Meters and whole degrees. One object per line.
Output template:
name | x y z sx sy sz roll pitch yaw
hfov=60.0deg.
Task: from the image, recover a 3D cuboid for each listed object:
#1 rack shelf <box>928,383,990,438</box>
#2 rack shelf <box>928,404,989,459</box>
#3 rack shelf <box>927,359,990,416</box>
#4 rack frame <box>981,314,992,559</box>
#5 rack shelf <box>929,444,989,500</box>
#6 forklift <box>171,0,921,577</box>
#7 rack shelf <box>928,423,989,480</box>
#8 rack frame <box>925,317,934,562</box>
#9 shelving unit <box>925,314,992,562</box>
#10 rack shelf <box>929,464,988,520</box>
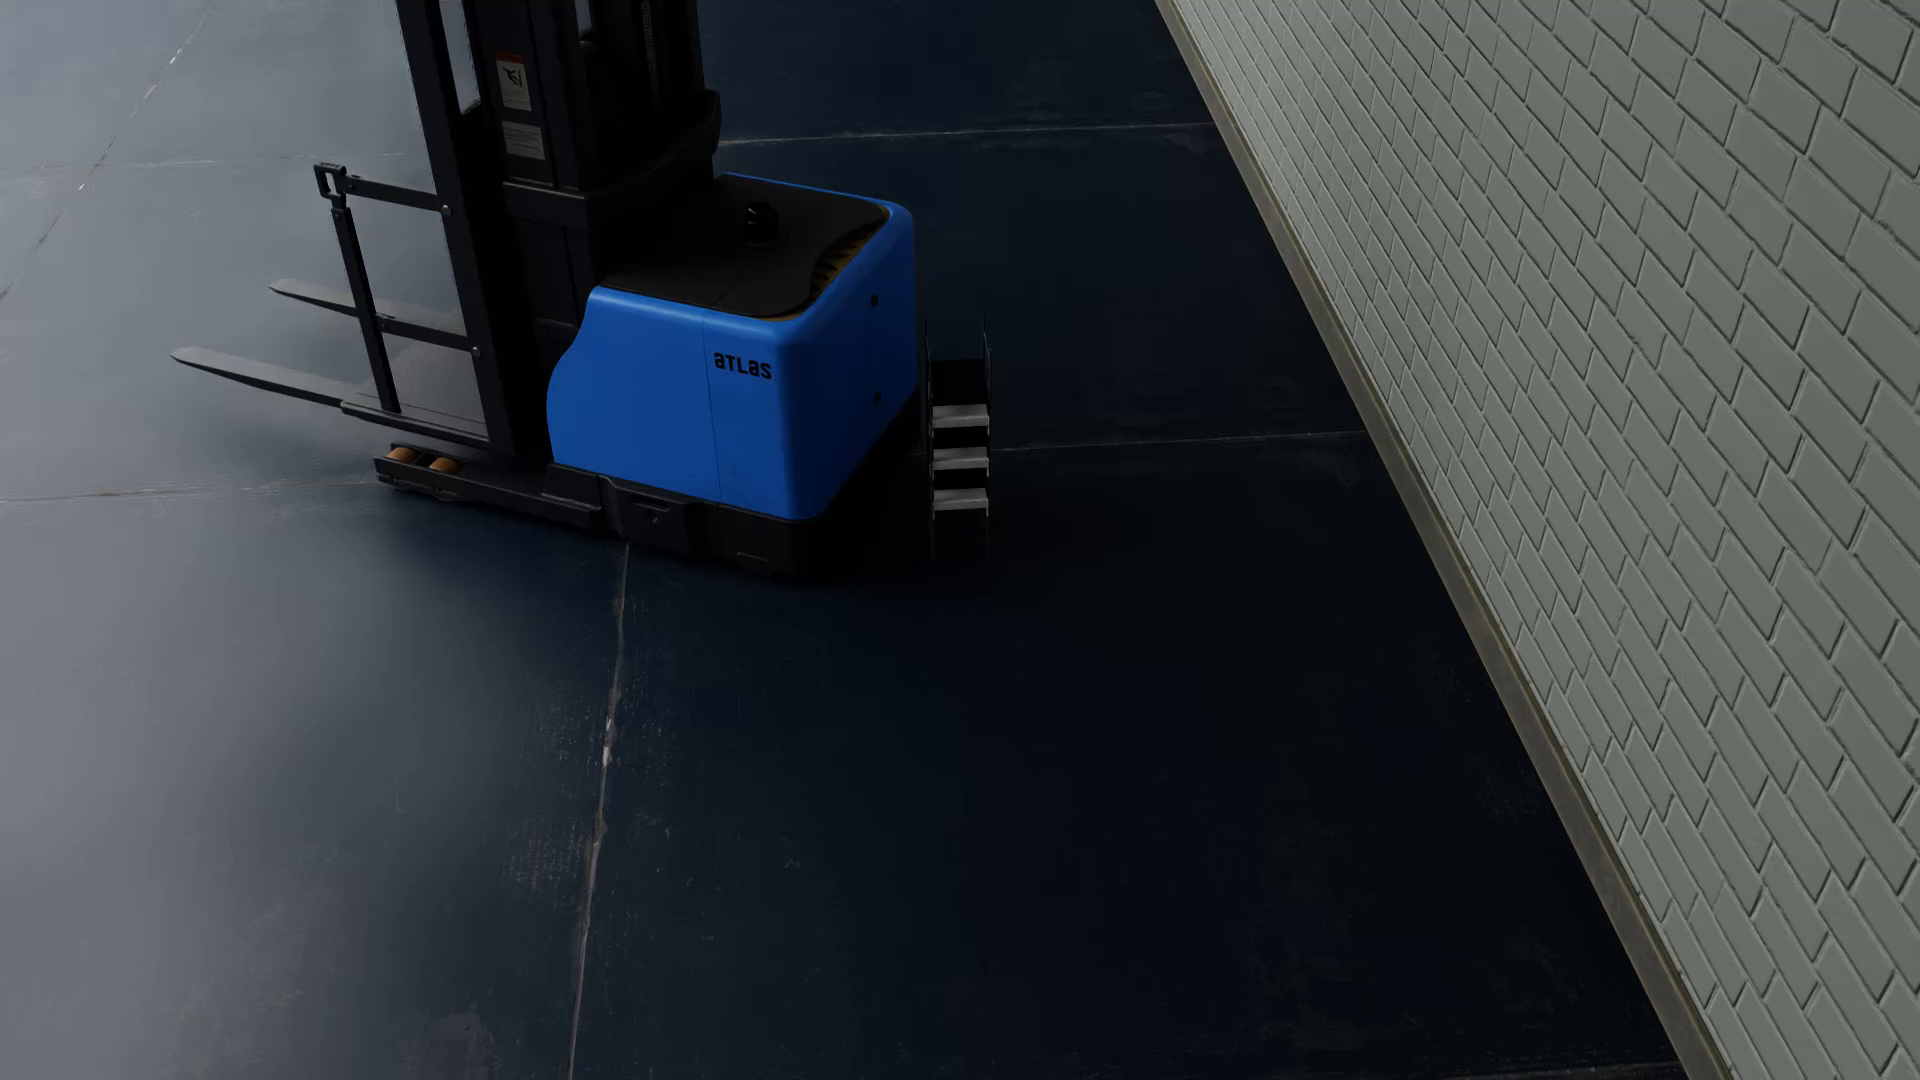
rack shelf | -0.008 -0.468 5.880 0.200 0.077 0.258 -3 38 -4
rack shelf | -0.008 -0.397 5.936 0.200 0.077 0.258 -3 38 -4
rack shelf | -0.008 -0.539 5.824 0.200 0.077 0.258 -3 38 -4
rack frame | 0.093 -0.358 5.978 0.006 0.900 0.240 -3 38 -4
rack shelf | -0.008 -0.256 6.047 0.200 0.077 0.258 -3 38 -4
forklift | -1.727 -1.589 5.898 3.031 2.935 1.130 14 40 17
rack shelf | -0.008 -0.327 5.991 0.200 0.077 0.258 -3 38 -4
rack frame | -0.109 -0.347 5.964 0.006 0.900 0.240 -3 38 -4
shelving unit | -0.008 -0.353 5.971 0.210 0.900 0.258 -3 38 -4
rack shelf | -0.008 -0.185 6.103 0.200 0.077 0.258 -3 38 -4
